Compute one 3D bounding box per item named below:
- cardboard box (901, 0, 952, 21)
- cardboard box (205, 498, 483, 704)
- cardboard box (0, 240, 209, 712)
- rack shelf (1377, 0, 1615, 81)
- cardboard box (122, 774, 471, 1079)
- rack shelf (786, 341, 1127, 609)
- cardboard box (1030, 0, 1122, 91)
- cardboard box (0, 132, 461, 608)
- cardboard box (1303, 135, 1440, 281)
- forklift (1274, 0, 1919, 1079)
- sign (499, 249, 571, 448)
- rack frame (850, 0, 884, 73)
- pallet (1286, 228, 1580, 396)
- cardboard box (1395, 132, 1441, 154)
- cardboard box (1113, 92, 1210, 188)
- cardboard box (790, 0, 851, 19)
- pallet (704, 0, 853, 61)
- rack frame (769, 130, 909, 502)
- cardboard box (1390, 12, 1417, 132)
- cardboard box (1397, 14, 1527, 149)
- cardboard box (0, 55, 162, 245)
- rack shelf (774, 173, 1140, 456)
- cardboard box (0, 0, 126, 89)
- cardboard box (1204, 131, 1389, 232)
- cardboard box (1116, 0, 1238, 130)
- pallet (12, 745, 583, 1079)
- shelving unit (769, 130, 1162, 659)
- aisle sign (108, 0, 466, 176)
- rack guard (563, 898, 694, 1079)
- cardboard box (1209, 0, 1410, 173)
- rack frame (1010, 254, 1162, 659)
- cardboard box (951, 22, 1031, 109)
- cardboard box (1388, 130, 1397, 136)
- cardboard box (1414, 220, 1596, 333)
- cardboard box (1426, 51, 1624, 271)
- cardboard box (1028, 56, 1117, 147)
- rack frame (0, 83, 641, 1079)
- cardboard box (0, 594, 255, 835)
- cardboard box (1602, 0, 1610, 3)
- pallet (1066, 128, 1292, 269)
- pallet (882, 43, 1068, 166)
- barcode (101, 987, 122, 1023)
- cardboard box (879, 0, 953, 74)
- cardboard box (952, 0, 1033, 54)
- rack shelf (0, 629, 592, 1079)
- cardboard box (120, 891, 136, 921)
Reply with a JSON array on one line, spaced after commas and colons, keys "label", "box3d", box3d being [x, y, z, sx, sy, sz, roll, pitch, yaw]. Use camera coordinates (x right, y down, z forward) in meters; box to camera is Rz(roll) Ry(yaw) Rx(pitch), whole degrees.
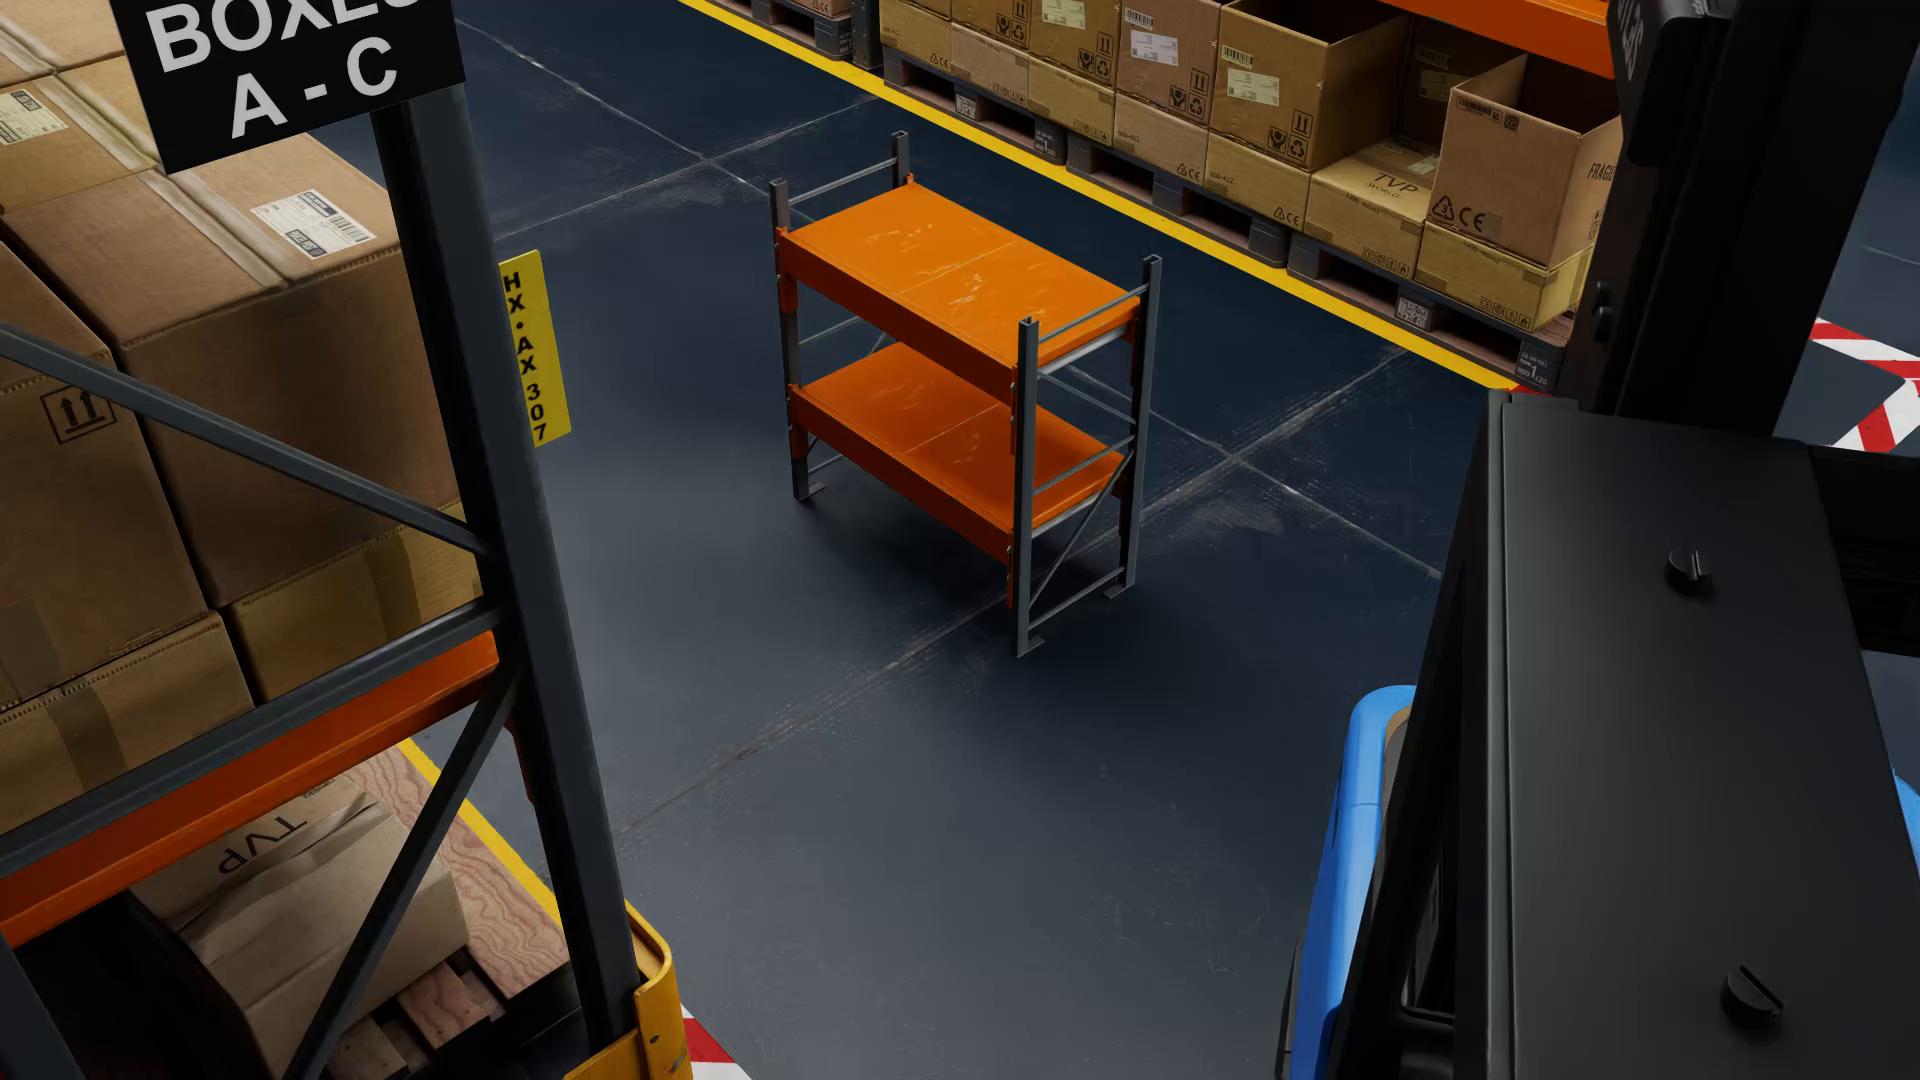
[{"label": "cardboard box", "box3d": [-0.032, -2.708, 7.473, 0.500, 0.500, 0.500, -30, 48, -32]}, {"label": "cardboard box", "box3d": [-1.152, -0.022, 2.994, 0.500, 0.250, 0.500, -31, 48, -33]}, {"label": "cardboard box", "box3d": [-1.531, -0.081, 2.470, 0.500, 0.500, 0.500, -31, 48, -32]}, {"label": "rack shelf", "box3d": [1.238, -2.465, 6.487, 1.077, 0.370, 4.000, -30, 48, -32]}, {"label": "cardboard box", "box3d": [-1.458, 0.804, 3.657, 0.500, 0.311, 0.500, 29, 47, 31]}, {"label": "rack shelf", "box3d": [-0.005, -0.251, 5.054, 0.538, 0.278, 1.000, -30, 48, -32]}, {"label": "cardboard box", "box3d": [0.644, -2.245, 6.900, 0.500, 0.500, 0.500, -30, 48, -32]}, {"label": "cardboard box", "box3d": [-1.157, -0.302, 2.743, 0.500, 0.500, 0.500, -30, 48, -32]}, {"label": "cardboard box", "box3d": [1.663, -1.262, 6.279, 0.500, 0.250, 0.500, -30, 48, -32]}, {"label": "forklift", "box3d": [0.913, 0.933, 1.763, 1.130, 2.935, 3.031, 9, 40, 11]}, {"label": "sign", "box3d": [-0.656, -0.280, 2.520, 0.100, 0.325, 0.005, -30, 48, -32]}, {"label": "rack frame", "box3d": [-0.115, -3.670, 7.407, 1.000, 3.000, 0.127, -30, 48, -32]}, {"label": "pallet", "box3d": [2.042, -1.070, 6.407, 1.003, 0.211, 1.213, -30, 48, -32]}, {"label": "cardboard box", "box3d": [2.051, -1.485, 6.556, 0.500, 0.250, 0.500, -30, 48, -32]}, {"label": "cardboard box", "box3d": [0.987, -1.724, 6.852, 0.500, 0.250, 0.500, -30, 48, -32]}, {"label": "cardboard box", "box3d": [-0.609, -2.833, 8.224, 0.500, 0.250, 0.500, -30, 48, -32]}, {"label": "pallet", "box3d": [-0.642, -2.910, 8.685, 1.003, 0.211, 1.213, -30, 48, -32]}, {"label": "rack frame", "box3d": [-0.348, -0.676, 5.192, 0.500, 1.125, 0.032, -30, 48, -32]}, {"label": "cardboard box", "box3d": [1.704, -2.004, 6.601, 0.500, 0.500, 0.500, -30, 48, -32]}, {"label": "cardboard box", "box3d": [2.052, -1.778, 6.321, 0.500, 0.500, 0.500, -30, 48, -32]}, {"label": "cardboard box", "box3d": [-1.484, -0.535, 3.032, 0.500, 0.500, 0.500, -30, 48, -32]}, {"label": "rack shelf", "box3d": [-0.005, -0.668, 4.717, 0.538, 0.278, 1.000, -30, 48, -32]}, {"label": "cardboard box", "box3d": [-1.829, -0.777, 3.331, 0.500, 0.500, 0.500, -32, 49, -33]}, {"label": "cardboard box", "box3d": [1.324, -1.492, 6.564, 0.500, 0.250, 0.500, -30, 48, -32]}, {"label": "cardboard box", "box3d": [0.984, -2.015, 6.614, 0.500, 0.500, 0.500, -30, 48, -32]}, {"label": "pallet", "box3d": [-1.631, 0.947, 3.910, 1.003, 0.211, 1.213, -30, 48, -32]}, {"label": "shelving unit", "box3d": [-0.005, -0.441, 4.900, 0.538, 1.125, 1.048, -30, 48, -32]}, {"label": "aisle sign", "box3d": [-0.786, -0.818, 1.806, 0.394, 0.787, 0.004, -30, 48, -32]}, {"label": "rack guard", "box3d": [-1.107, 1.225, 3.335, 1.175, 0.500, 0.348, -30, 48, -32]}, {"label": "cardboard box", "box3d": [1.321, -1.783, 6.327, 0.500, 0.500, 0.500, -30, 48, -32]}, {"label": "rack frame", "box3d": [0.339, -0.205, 4.609, 0.500, 1.125, 0.032, -30, 48, -32]}, {"label": "cardboard box", "box3d": [0.310, -2.187, 7.424, 0.500, 0.250, 0.500, -30, 48, -32]}, {"label": "cardboard box", "box3d": [1.713, -1.717, 6.842, 0.500, 0.250, 0.500, -30, 48, -32]}, {"label": "cardboard box", "box3d": [2.010, -1.035, 5.999, 0.500, 0.250, 0.500, -30, 48, -32]}, {"label": "cardboard box", "box3d": [2.008, -1.326, 5.762, 0.500, 0.500, 0.500, -30, 48, -32]}, {"label": "cardboard box", "box3d": [0.644, -1.953, 7.135, 0.500, 0.250, 0.500, -30, 48, -32]}, {"label": "rack frame", "box3d": [-1.056, 0.288, 2.506, 1.000, 3.000, 0.127, -30, 48, -32]}, {"label": "cardboard box", "box3d": [-1.515, 0.205, 2.713, 0.500, 0.250, 0.500, -29, 47, -31]}, {"label": "cardboard box", "box3d": [2.284, -2.079, 5.358, 0.700, 0.500, 0.500, -30, 48, -32]}, {"label": "pallet", "box3d": [1.221, -1.635, 7.106, 1.003, 0.211, 1.213, -30, 48, -32]}, {"label": "pallet", "box3d": [0.392, -2.200, 7.805, 1.003, 0.211, 1.213, -30, 48, -32]}, {"label": "barcode", "box3d": [-1.765, 0.962, 3.454, 0.001, 0.075, 0.075, -30, 48, -32]}, {"label": "cardboard box", "box3d": [-0.025, -2.420, 7.714, 0.500, 0.250, 0.500, -30, 48, -32]}, {"label": "cardboard box", "box3d": [0.312, -2.480, 7.190, 0.500, 0.500, 0.500, -30, 48, -32]}, {"label": "rack shelf", "box3d": [-2.409, -0.358, 3.878, 1.077, 0.370, 4.000, -30, 48, -32]}, {"label": "cardboard box", "box3d": [-1.843, 0.540, 3.983, 0.500, 0.311, 0.500, -26, 46, -28]}]
